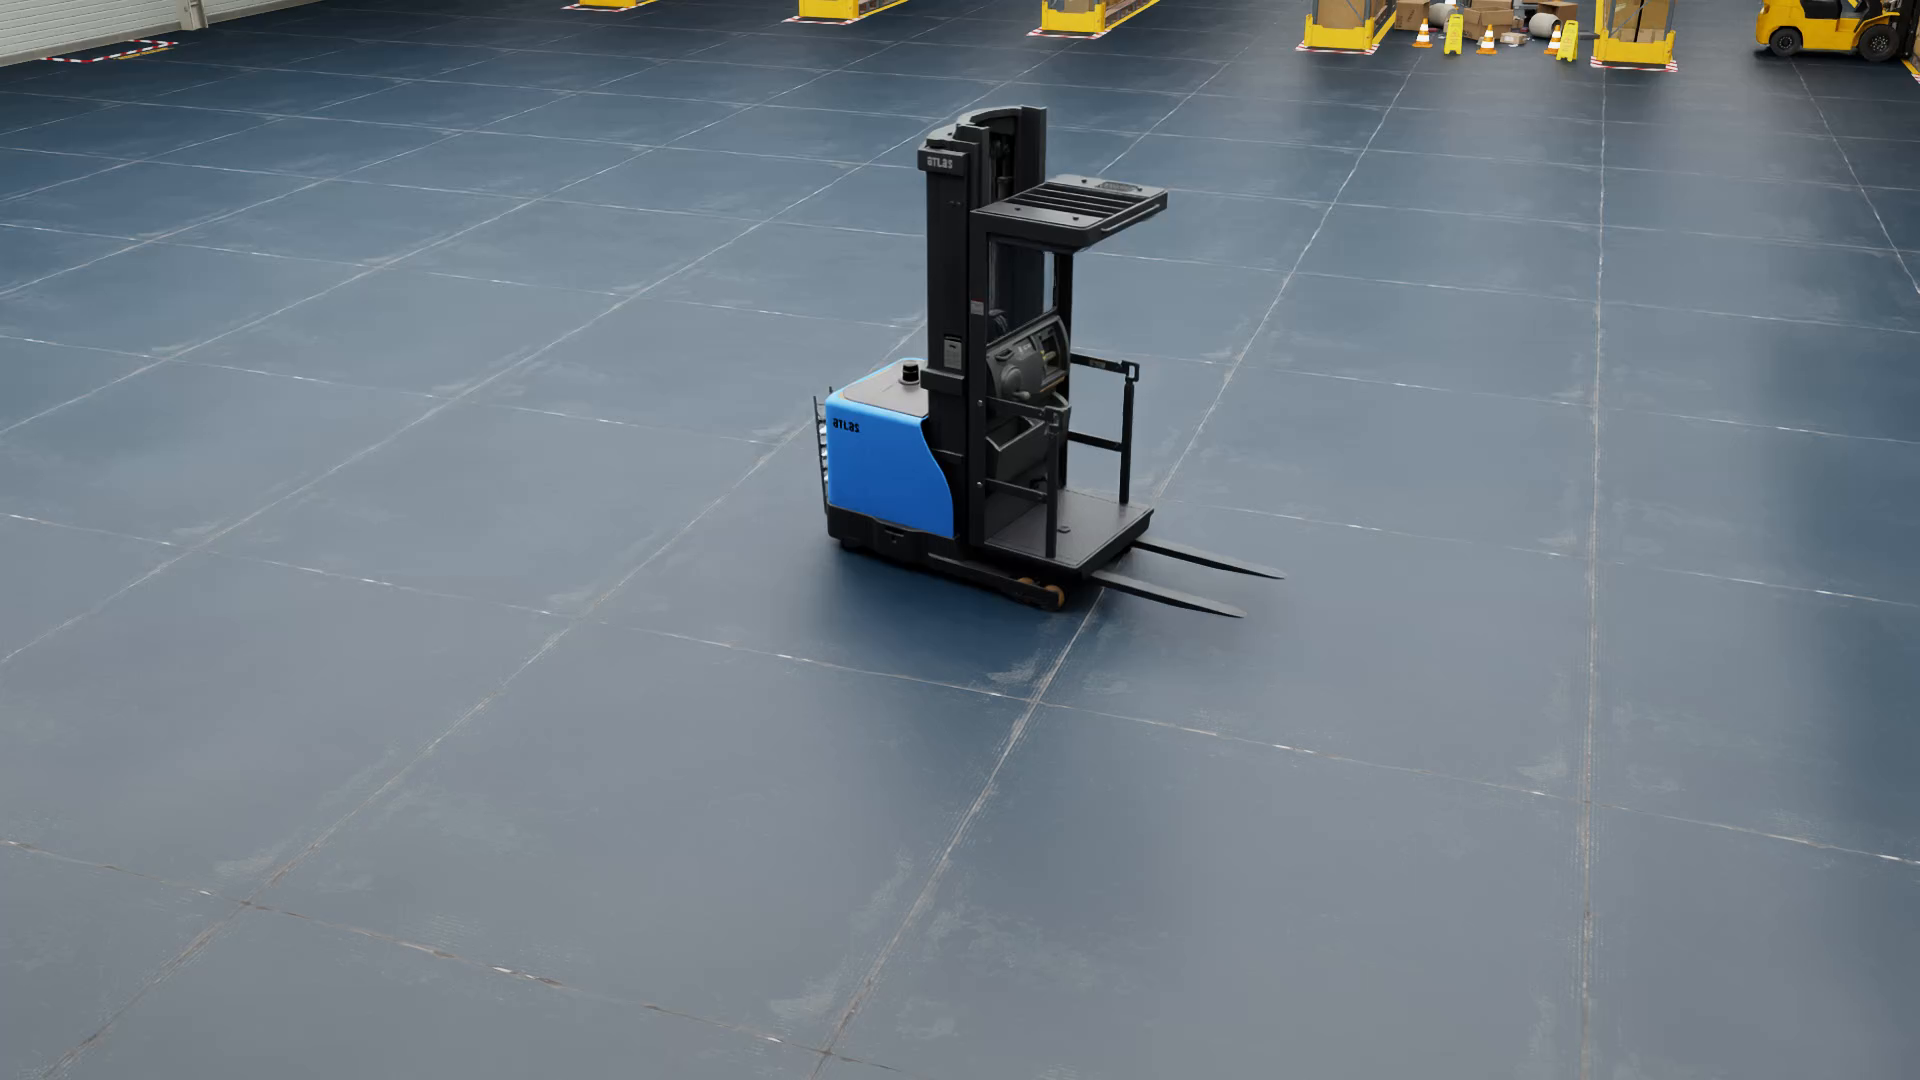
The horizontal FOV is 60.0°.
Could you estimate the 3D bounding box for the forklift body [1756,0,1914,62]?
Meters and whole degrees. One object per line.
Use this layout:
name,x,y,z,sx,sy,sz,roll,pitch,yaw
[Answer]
forklift body,15.041,-9.438,28.499,2.313,2.155,1.214,9,27,17

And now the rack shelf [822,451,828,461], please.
rack shelf,-0.831,-0.580,11.695,0.258,0.077,0.200,9,27,27

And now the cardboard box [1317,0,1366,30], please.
cardboard box,6.911,-9.692,30.005,0.875,0.875,0.875,9,27,18

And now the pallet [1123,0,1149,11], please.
pallet,3.245,-11.039,34.032,1.003,0.211,1.213,9,27,17

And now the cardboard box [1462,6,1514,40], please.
cardboard box,9.646,-9.460,30.434,0.797,0.503,0.637,-9,27,-18

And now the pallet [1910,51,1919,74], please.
pallet,16.346,-7.842,27.427,1.003,0.211,1.213,9,27,17

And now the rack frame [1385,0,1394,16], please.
rack frame,8.078,-11.815,32.433,1.000,3.000,0.127,9,27,17

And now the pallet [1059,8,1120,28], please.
pallet,2.433,-10.037,31.961,1.003,0.211,1.213,9,27,17

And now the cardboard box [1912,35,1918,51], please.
cardboard box,16.339,-8.374,28.000,0.500,0.250,0.500,9,27,18

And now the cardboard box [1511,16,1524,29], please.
cardboard box,10.485,-9.884,31.584,0.258,0.266,0.396,-9,27,-18

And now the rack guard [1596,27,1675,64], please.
rack guard,11.474,-8.401,28.251,1.175,0.500,0.348,9,27,17

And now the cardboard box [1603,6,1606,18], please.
cardboard box,12.329,-9.887,31.124,0.500,0.250,0.500,7,27,15

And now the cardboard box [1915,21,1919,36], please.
cardboard box,16.327,-8.618,27.930,0.500,0.250,0.500,8,27,16

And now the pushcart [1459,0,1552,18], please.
pushcart,10.613,-10.268,32.248,1.648,0.377,0.936,0,26,-1

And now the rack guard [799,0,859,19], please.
rack guard,-2.586,-10.563,32.716,1.175,0.500,0.348,9,27,17

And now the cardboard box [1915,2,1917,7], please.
cardboard box,16.489,-9.039,28.226,0.500,0.250,0.500,8,27,16

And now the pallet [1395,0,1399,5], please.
pallet,8.668,-11.391,34.757,1.003,0.211,1.213,9,27,17

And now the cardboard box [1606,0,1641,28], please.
cardboard box,11.469,-9.151,28.744,0.500,0.500,0.500,9,27,18

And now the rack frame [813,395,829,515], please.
rack frame,-0.880,-0.571,11.601,0.240,0.900,0.006,9,27,27

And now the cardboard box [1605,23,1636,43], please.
cardboard box,11.472,-8.827,28.936,0.500,0.250,0.500,9,27,17

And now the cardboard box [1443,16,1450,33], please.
cardboard box,9.243,-9.611,31.018,0.396,0.266,0.258,14,29,26

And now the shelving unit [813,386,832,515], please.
shelving unit,-0.833,-0.610,11.682,0.258,0.900,0.210,9,27,27

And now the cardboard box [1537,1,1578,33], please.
cardboard box,11.140,-9.771,31.079,0.500,0.500,0.500,-14,29,-27

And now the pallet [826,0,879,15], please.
pallet,-2.311,-10.766,33.467,1.003,0.211,1.213,9,27,17

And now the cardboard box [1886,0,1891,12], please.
cardboard box,17.890,-10.074,31.081,0.875,0.625,0.625,8,27,17

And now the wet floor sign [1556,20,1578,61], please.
wet floor sign,10.377,-8.512,28.314,0.267,0.644,0.232,20,32,35

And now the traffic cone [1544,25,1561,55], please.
traffic cone,10.375,-8.717,28.946,0.336,0.463,0.334,9,27,17

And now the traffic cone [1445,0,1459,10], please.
traffic cone,9.949,-11.005,33.672,0.336,0.463,0.334,9,27,17

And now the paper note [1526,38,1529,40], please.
paper note,10.310,-9.158,30.365,0.148,0.019,0.142,20,32,35

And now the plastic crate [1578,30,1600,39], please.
plastic crate,11.484,-9.298,30.586,0.402,0.080,0.583,0,26,-1

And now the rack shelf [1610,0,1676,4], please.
rack shelf,12.114,-9.993,29.496,1.077,0.370,4.000,9,27,17

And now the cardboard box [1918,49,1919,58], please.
cardboard box,15.989,-7.967,27.159,0.500,0.250,0.500,9,27,18

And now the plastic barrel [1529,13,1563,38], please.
plastic barrel,10.708,-9.403,30.409,0.421,0.421,0.512,-14,29,-27

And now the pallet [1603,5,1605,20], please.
pallet,13.038,-10.203,32.305,1.003,0.211,1.213,9,27,17

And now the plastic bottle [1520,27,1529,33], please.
plastic bottle,10.582,-9.557,31.143,0.133,0.061,0.283,14,29,26

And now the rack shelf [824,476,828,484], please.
rack shelf,-0.820,-0.416,11.768,0.258,0.077,0.200,9,27,27

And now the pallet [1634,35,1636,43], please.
pallet,11.778,-8.600,28.992,1.003,0.211,1.213,9,27,17

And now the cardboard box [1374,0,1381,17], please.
cardboard box,7.507,-10.428,31.526,0.875,0.875,0.875,9,27,18

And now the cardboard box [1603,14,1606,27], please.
cardboard box,11.813,-9.245,29.799,0.500,0.250,0.500,8,27,16

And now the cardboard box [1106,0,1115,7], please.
cardboard box,2.720,-10.755,32.631,0.500,0.500,0.500,11,28,22

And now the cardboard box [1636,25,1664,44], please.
cardboard box,11.978,-8.737,28.751,0.500,0.250,0.500,9,27,17

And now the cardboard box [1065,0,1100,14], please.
cardboard box,2.327,-10.250,31.588,0.500,0.500,0.500,14,29,27

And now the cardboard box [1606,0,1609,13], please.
cardboard box,11.814,-9.572,29.614,0.500,0.500,0.500,8,27,16

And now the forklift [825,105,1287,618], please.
forklift,0.611,-1.130,10.444,3.031,2.935,1.130,16,30,29

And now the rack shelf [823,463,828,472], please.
rack shelf,-0.825,-0.498,11.732,0.258,0.077,0.200,9,27,27

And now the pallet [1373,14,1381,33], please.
pallet,7.347,-9.755,31.380,1.003,0.211,1.213,9,27,17

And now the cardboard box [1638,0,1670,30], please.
cardboard box,11.985,-9.085,28.608,0.500,0.500,0.500,8,27,16
